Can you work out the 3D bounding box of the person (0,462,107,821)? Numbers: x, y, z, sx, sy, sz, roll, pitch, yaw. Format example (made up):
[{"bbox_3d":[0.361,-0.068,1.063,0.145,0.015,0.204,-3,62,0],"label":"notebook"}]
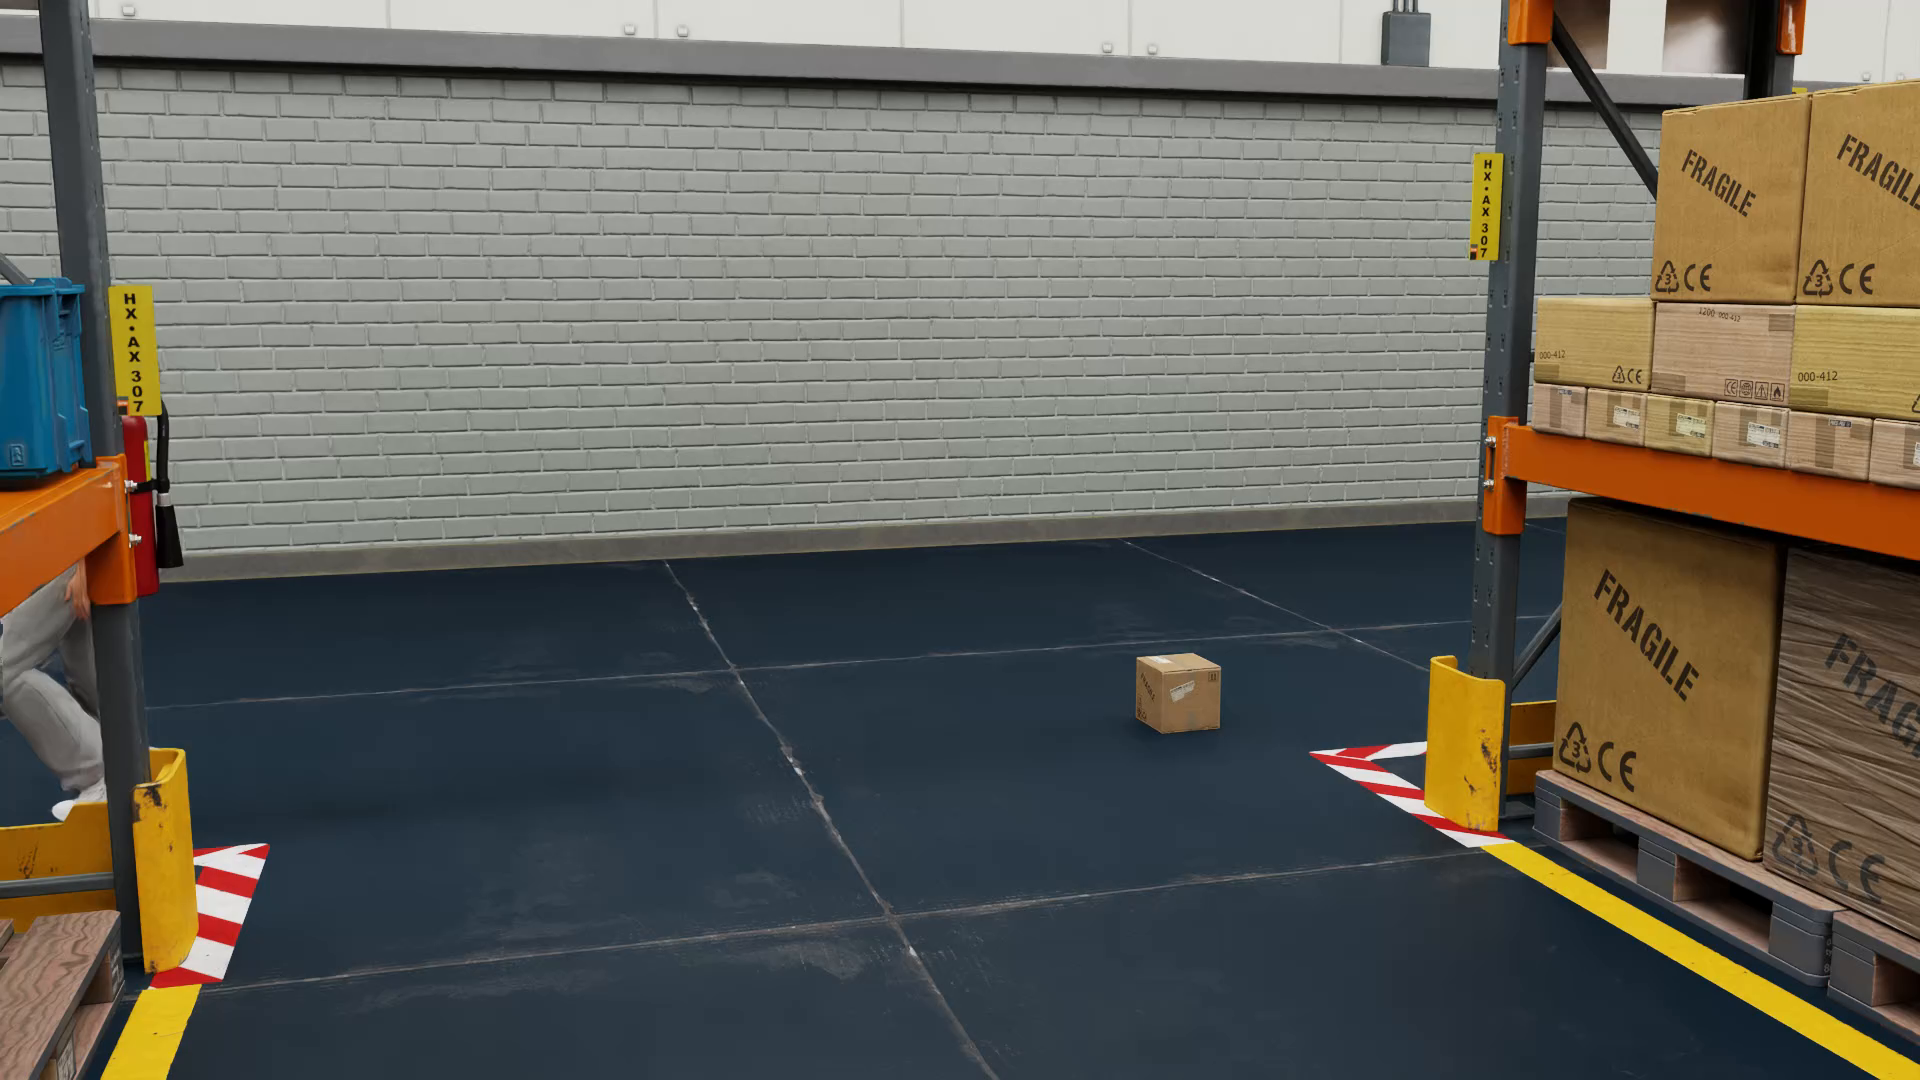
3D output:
[{"bbox_3d":[-2.816,0.093,5.221,0.470,1.690,0.473,-4,10,-21],"label":"person"}]
